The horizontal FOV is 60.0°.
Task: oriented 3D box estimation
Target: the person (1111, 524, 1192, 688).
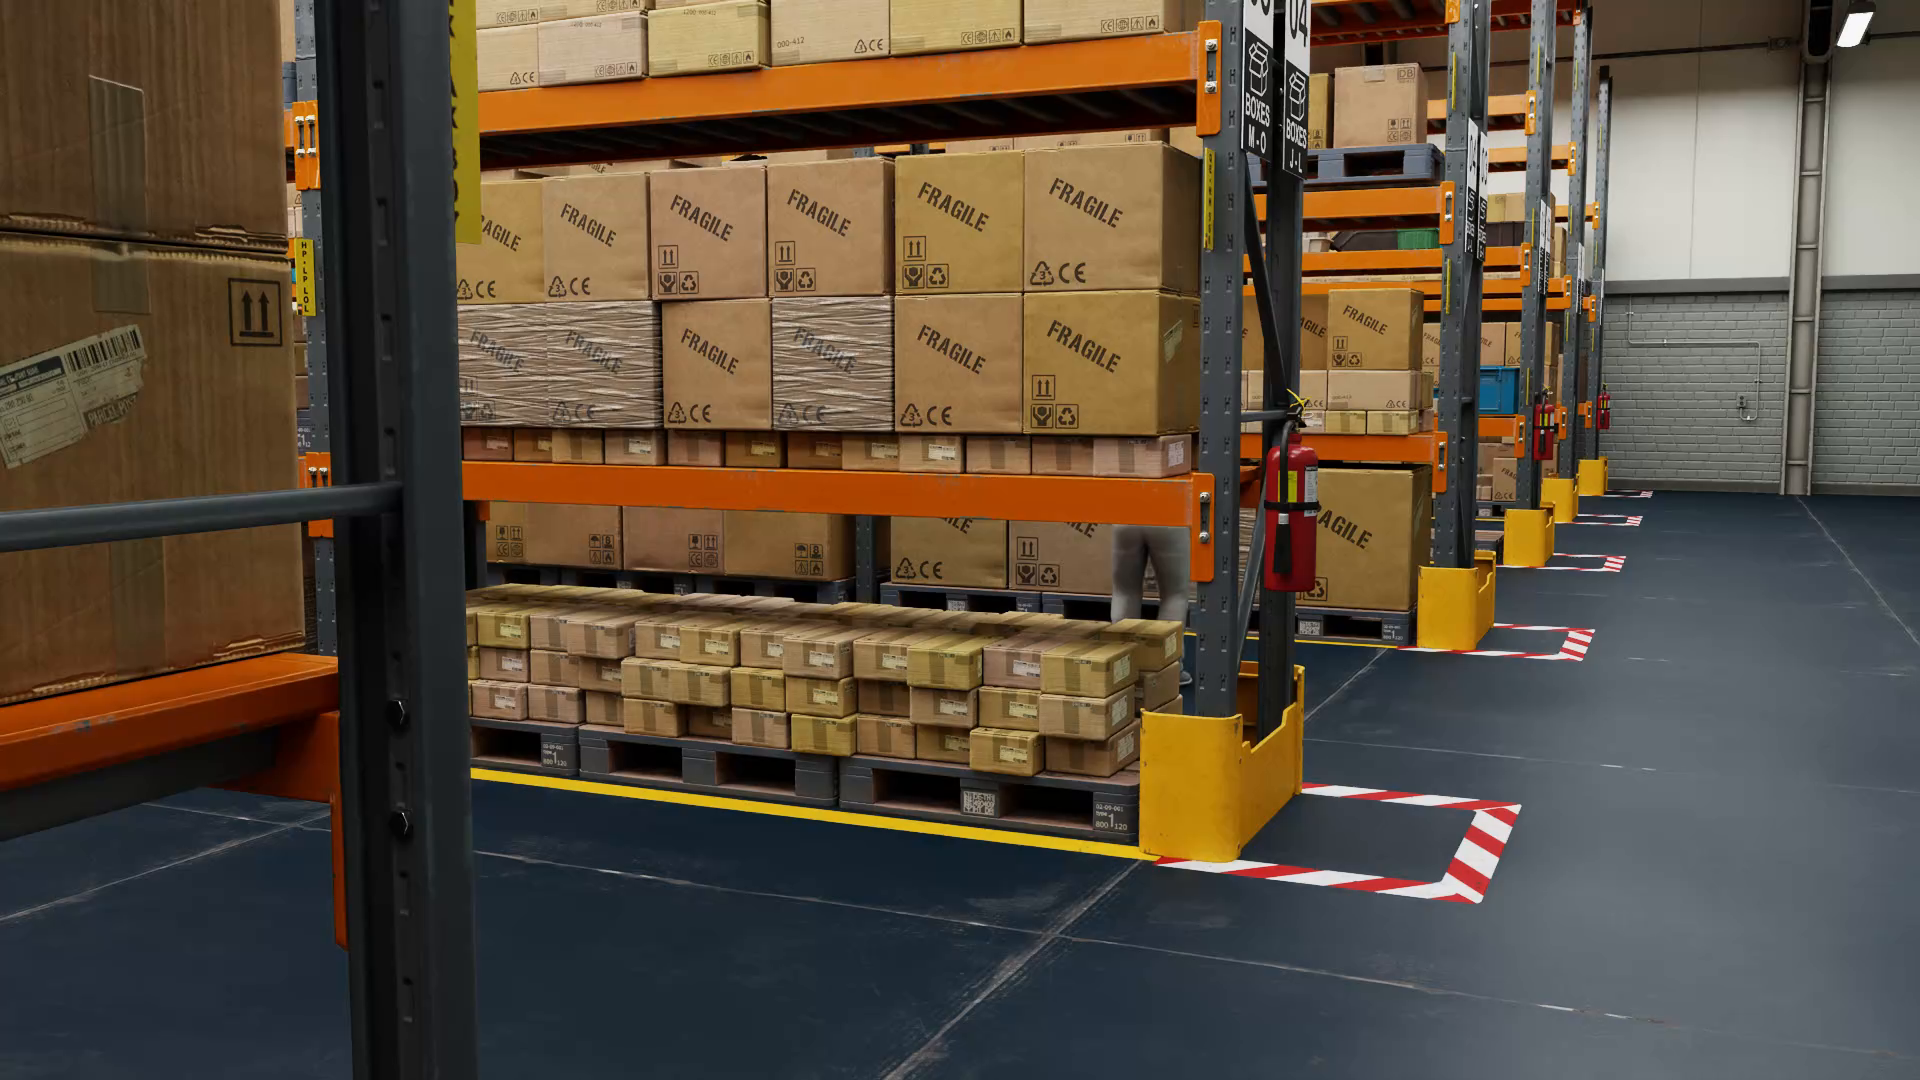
[{"bbox_3d":[1.034,-0.103,8.969,0.494,1.767,0.573,2,6,24],"label":"person"}]
